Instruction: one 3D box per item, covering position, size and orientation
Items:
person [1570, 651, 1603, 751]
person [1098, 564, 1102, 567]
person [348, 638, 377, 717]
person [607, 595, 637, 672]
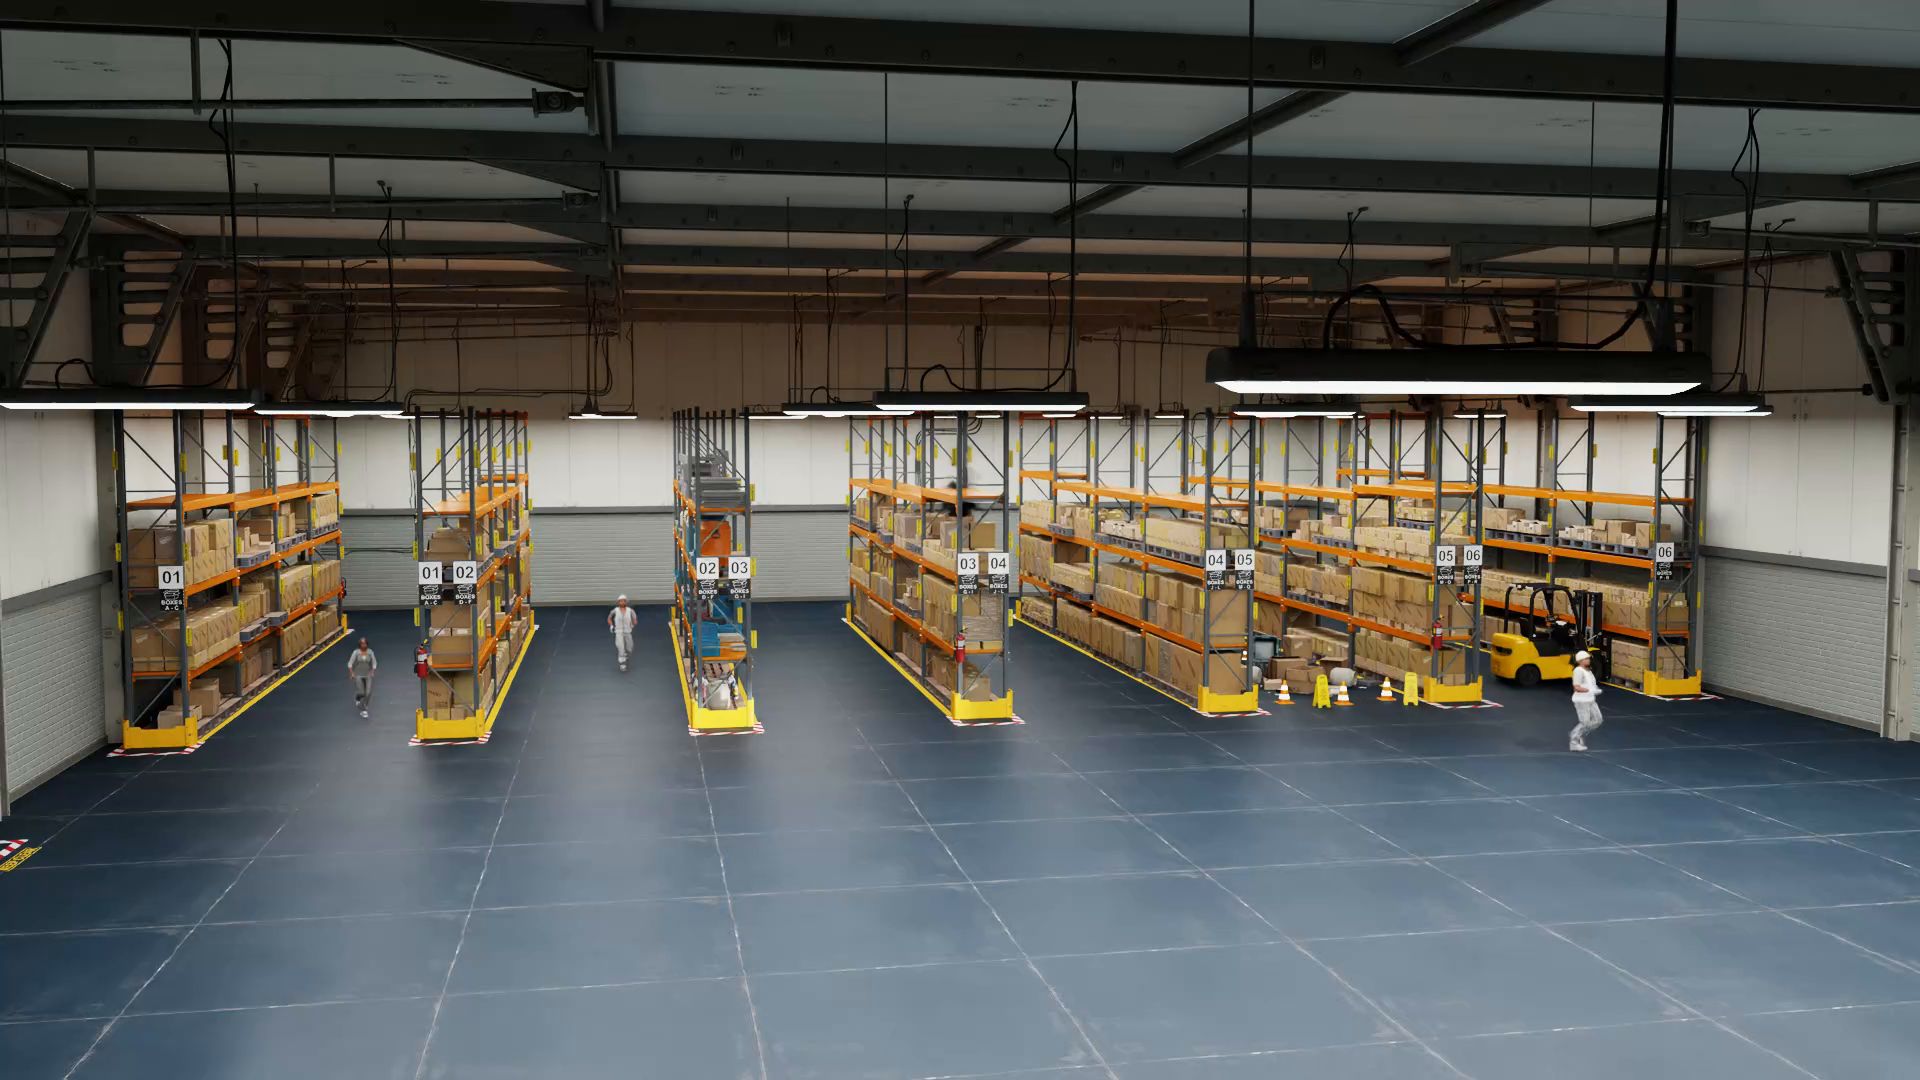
[{"bbox_3d":[10.865,2.790,28.782,0.614,1.746,0.665,3,5,41],"label":"person"},{"bbox_3d":[4.010,1.503,47.801,0.607,1.659,0.518,-1,4,-13],"label":"person"},{"bbox_3d":[-11.586,2.663,32.283,0.522,1.553,0.577,-2,5,-29],"label":"person"},{"bbox_3d":[-7.738,2.139,38.147,0.663,1.748,0.780,-1,4,-18],"label":"person"}]
